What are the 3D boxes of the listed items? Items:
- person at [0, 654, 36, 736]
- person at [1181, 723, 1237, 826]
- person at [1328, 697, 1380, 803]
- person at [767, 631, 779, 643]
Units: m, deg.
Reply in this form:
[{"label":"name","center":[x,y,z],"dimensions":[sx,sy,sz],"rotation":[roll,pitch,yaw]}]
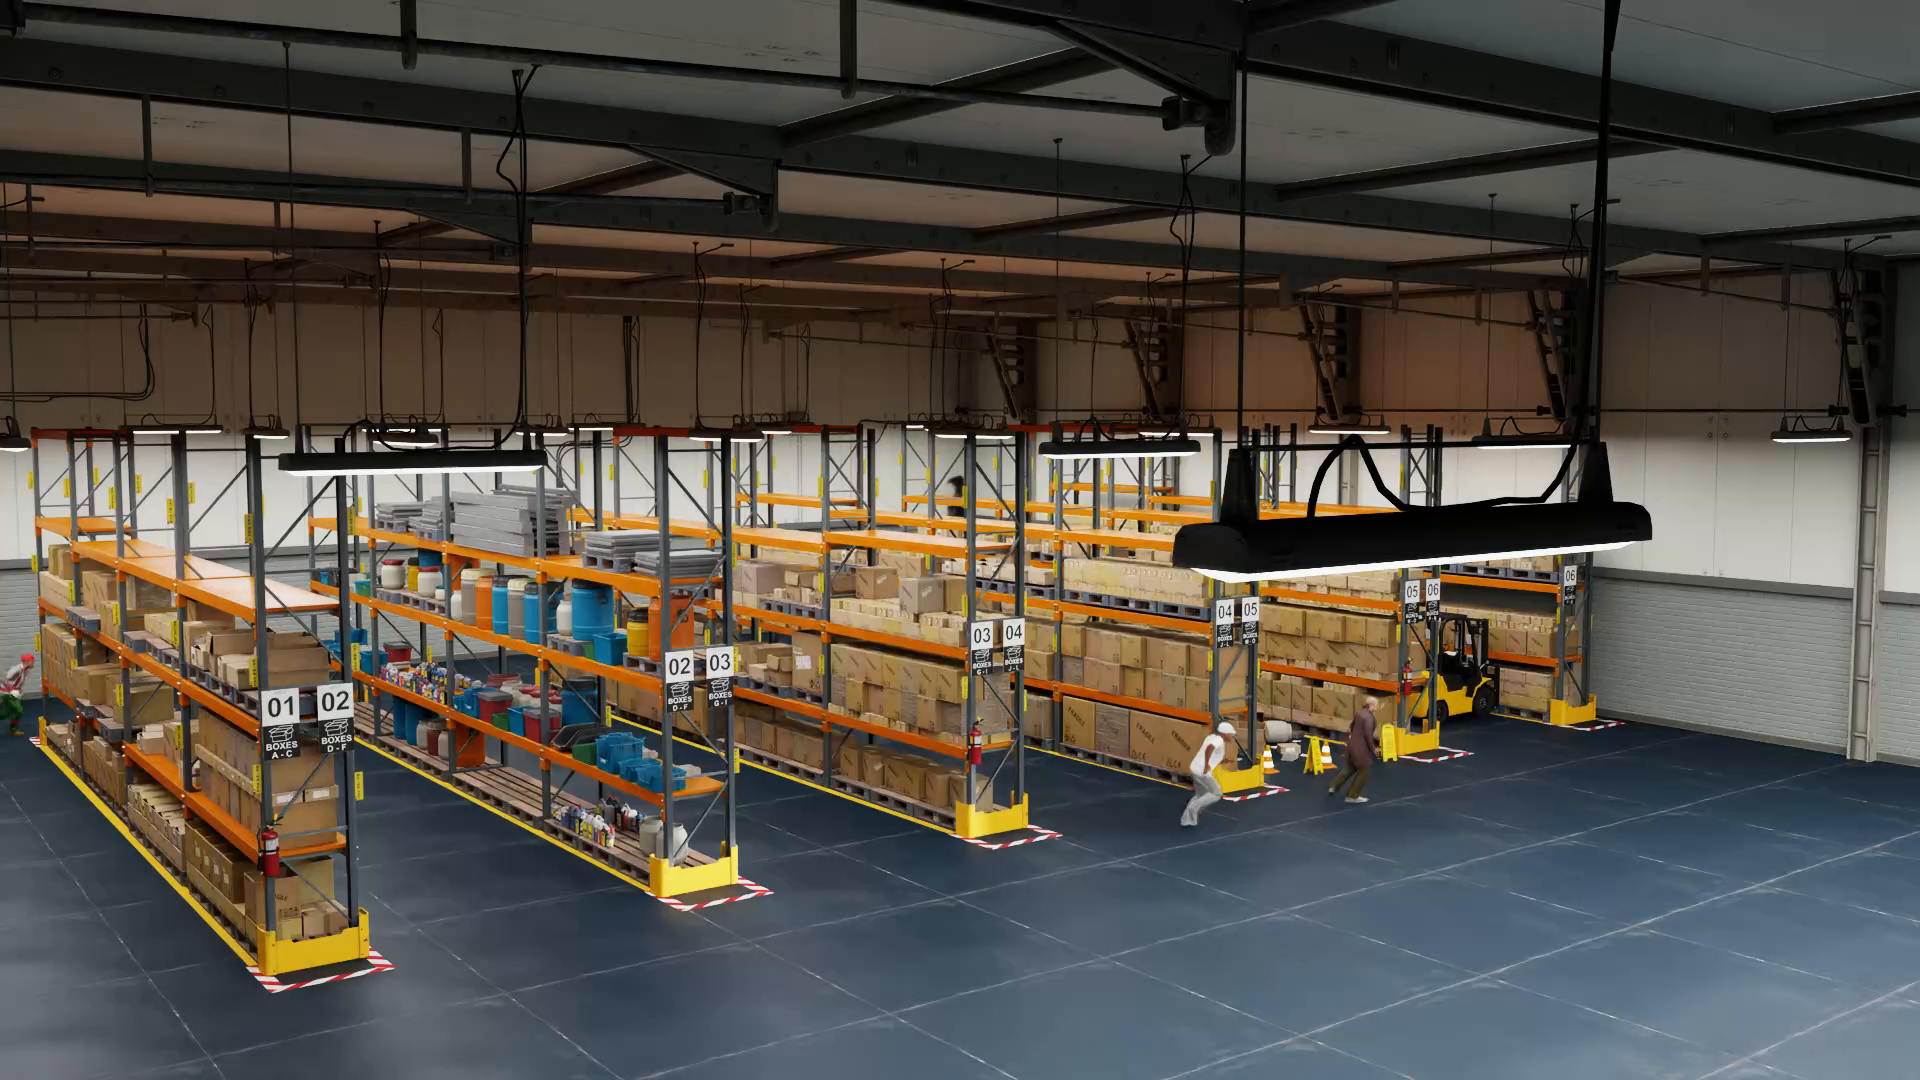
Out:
[{"label":"person","center":[-18.483,3.015,32.277],"dimensions":[1.090,1.598,0.658],"rotation":[-1,5,-10]},{"label":"person","center":[3.779,3.560,25.185],"dimensions":[0.862,1.577,0.738],"rotation":[0,4,-6]},{"label":"person","center":[6.354,3.388,26.758],"dimensions":[0.751,1.687,0.663],"rotation":[-1,5,-11]},{"label":"person","center":[-4.860,2.176,43.298],"dimensions":[0.536,1.547,0.686],"rotation":[2,5,20]}]
